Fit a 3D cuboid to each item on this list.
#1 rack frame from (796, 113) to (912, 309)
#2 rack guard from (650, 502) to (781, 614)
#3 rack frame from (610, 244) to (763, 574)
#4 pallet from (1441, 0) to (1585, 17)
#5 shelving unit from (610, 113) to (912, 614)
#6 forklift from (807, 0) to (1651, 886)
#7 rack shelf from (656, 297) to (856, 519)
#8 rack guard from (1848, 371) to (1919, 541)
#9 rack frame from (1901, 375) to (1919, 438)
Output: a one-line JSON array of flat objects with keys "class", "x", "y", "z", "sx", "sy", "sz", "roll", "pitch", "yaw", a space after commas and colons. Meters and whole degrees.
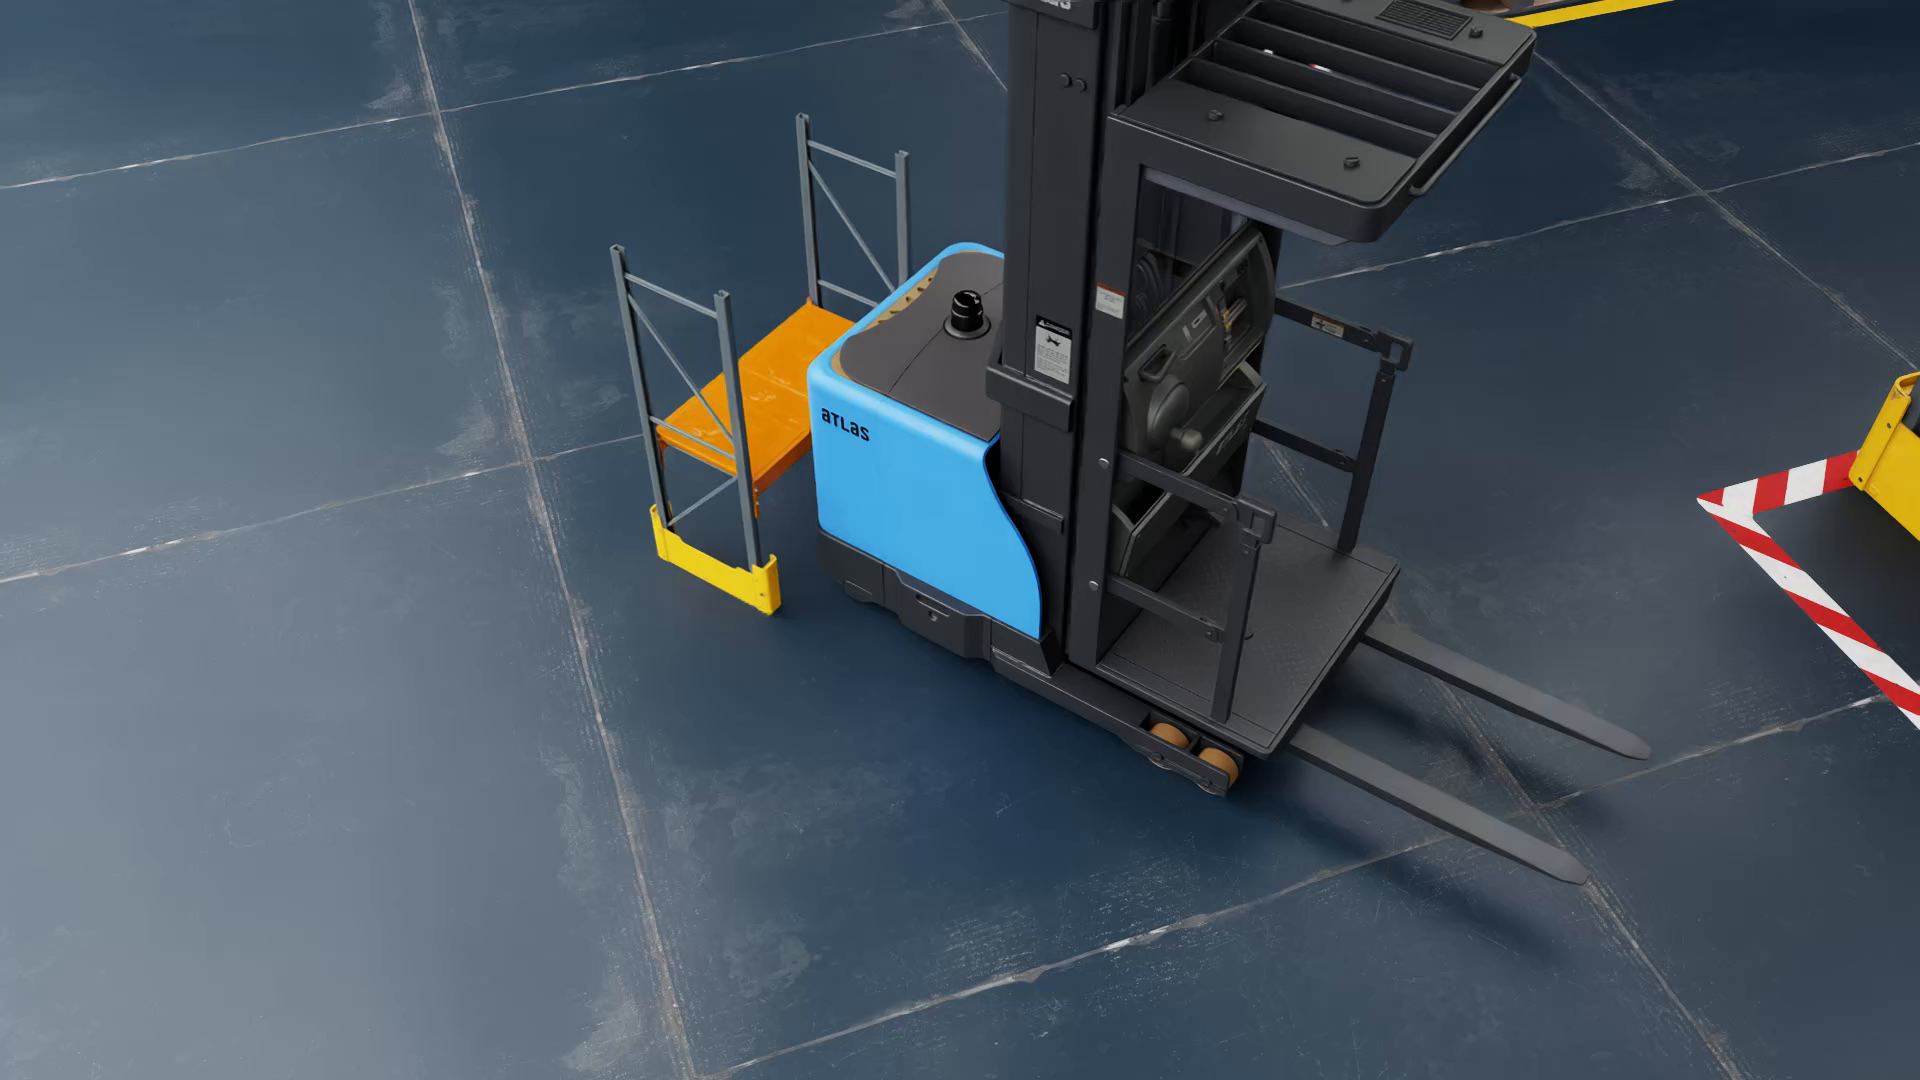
[{"class": "rack frame", "x": -0.399, "y": -0.962, "z": 6.650, "sx": 0.500, "sy": 1.500, "sz": 0.032, "roll": 26, "pitch": 50, "yaw": 23}, {"class": "rack guard", "x": -0.957, "y": 0.064, "z": 6.509, "sx": 0.587, "sy": 0.250, "sz": 0.087, "roll": 26, "pitch": 50, "yaw": 23}, {"class": "rack frame", "x": -0.967, "y": -0.365, "z": 6.055, "sx": 0.500, "sy": 1.500, "sz": 0.032, "roll": 26, "pitch": 50, "yaw": 23}, {"class": "pallet", "x": 3.158, "y": -3.537, "z": 10.126, "sx": 1.213, "sy": 0.211, "sz": 1.003, "roll": -14, "pitch": 47, "yaw": -14}, {"class": "shelving unit", "x": -0.678, "y": -0.669, "z": 6.358, "sx": 0.587, "sy": 1.500, "sz": 1.083, "roll": 26, "pitch": 50, "yaw": 23}, {"class": "forklift", "x": 0.944, "y": -0.573, "z": 5.252, "sx": 3.031, "sy": 2.935, "sz": 1.130, "roll": 26, "pitch": 51, "yaw": 24}, {"class": "rack shelf", "x": -0.683, "y": -0.537, "z": 6.480, "sx": 0.538, "sy": 0.185, "sz": 1.000, "roll": 26, "pitch": 50, "yaw": 23}, {"class": "rack guard", "x": 4.090, "y": -0.116, "z": 6.513, "sx": 0.348, "sy": 0.500, "sz": 1.175, "roll": -14, "pitch": 47, "yaw": -14}, {"class": "rack frame", "x": 4.018, "y": -0.981, "z": 5.609, "sx": 0.127, "sy": 3.000, "sz": 1.000, "roll": -14, "pitch": 47, "yaw": -14}]
